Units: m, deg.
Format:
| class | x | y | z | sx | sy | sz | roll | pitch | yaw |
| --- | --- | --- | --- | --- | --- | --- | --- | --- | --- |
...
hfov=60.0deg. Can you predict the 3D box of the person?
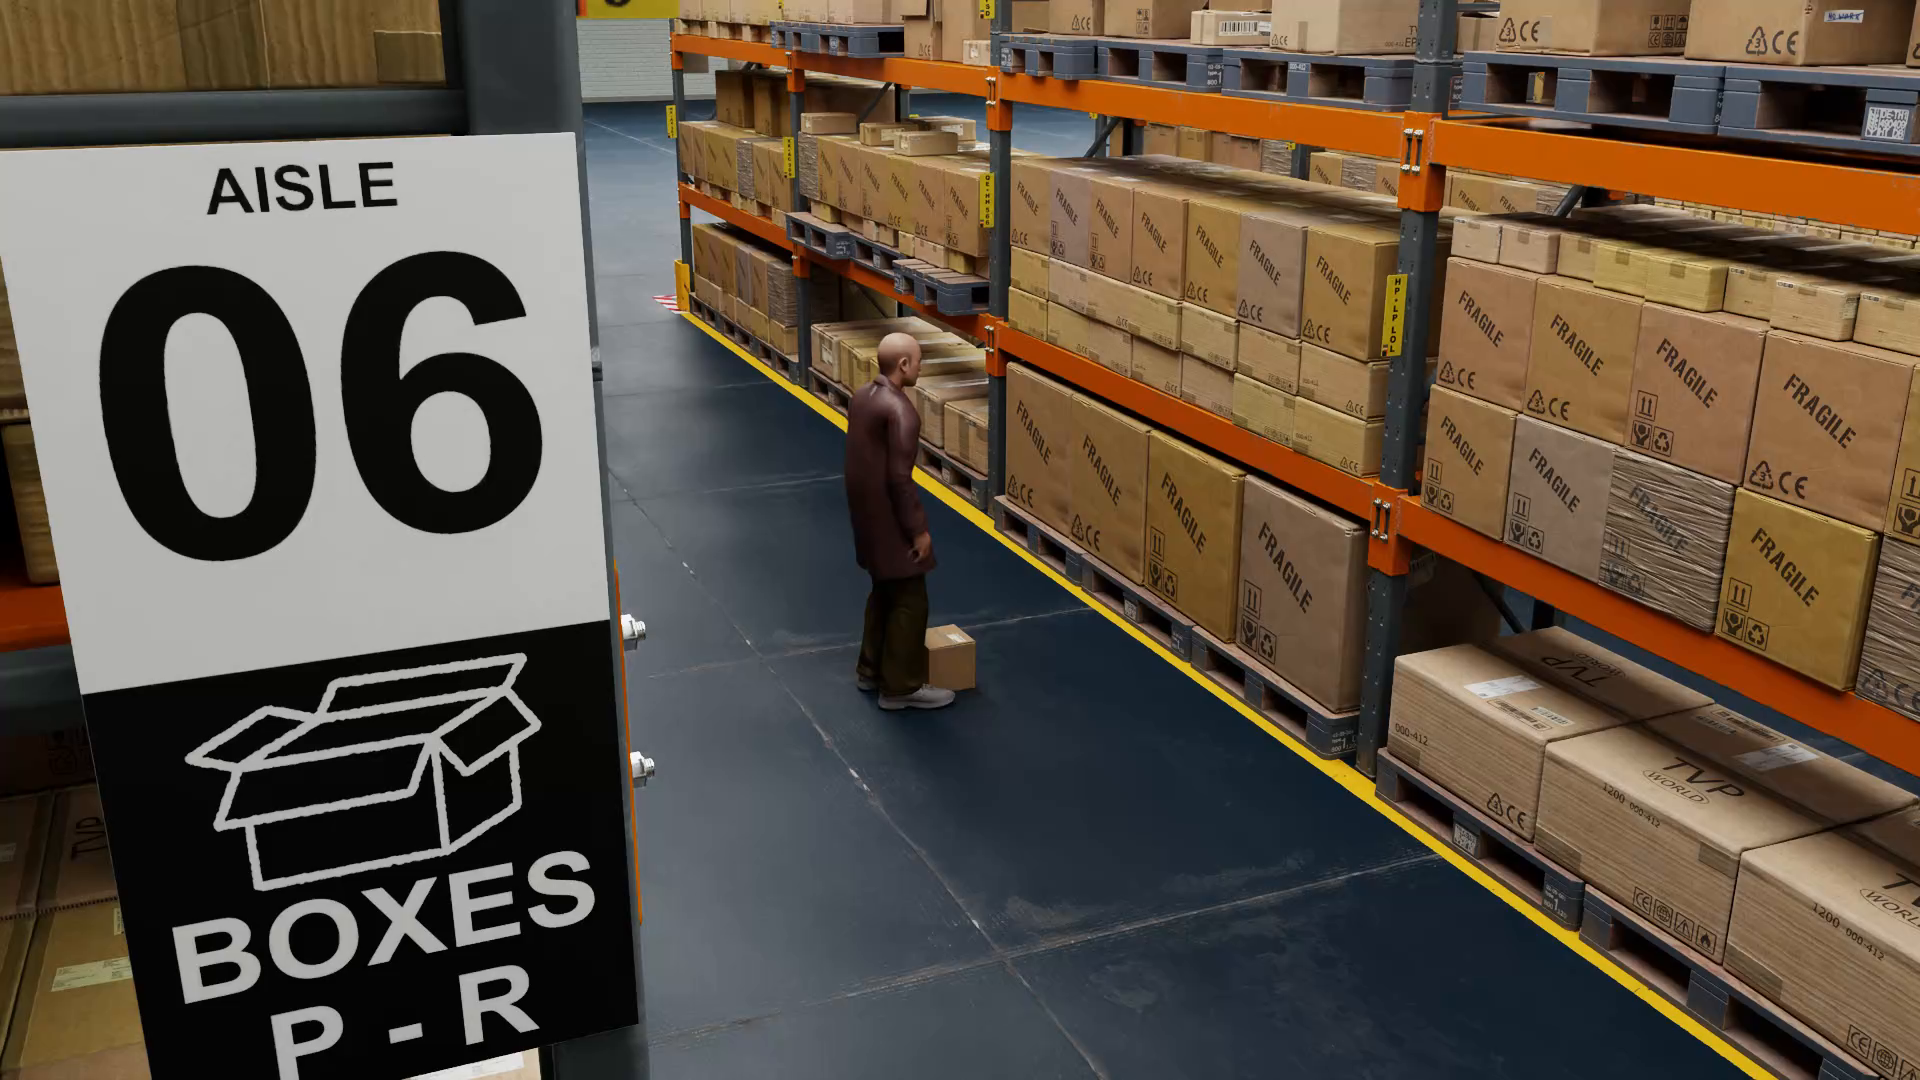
| class | x | y | z | sx | sy | sz | roll | pitch | yaw |
| --- | --- | --- | --- | --- | --- | --- | --- | --- | --- |
| person | -0.317 | -0.096 | 7.871 | 0.423 | 1.773 | 0.640 | -8 | 20 | -23 |
